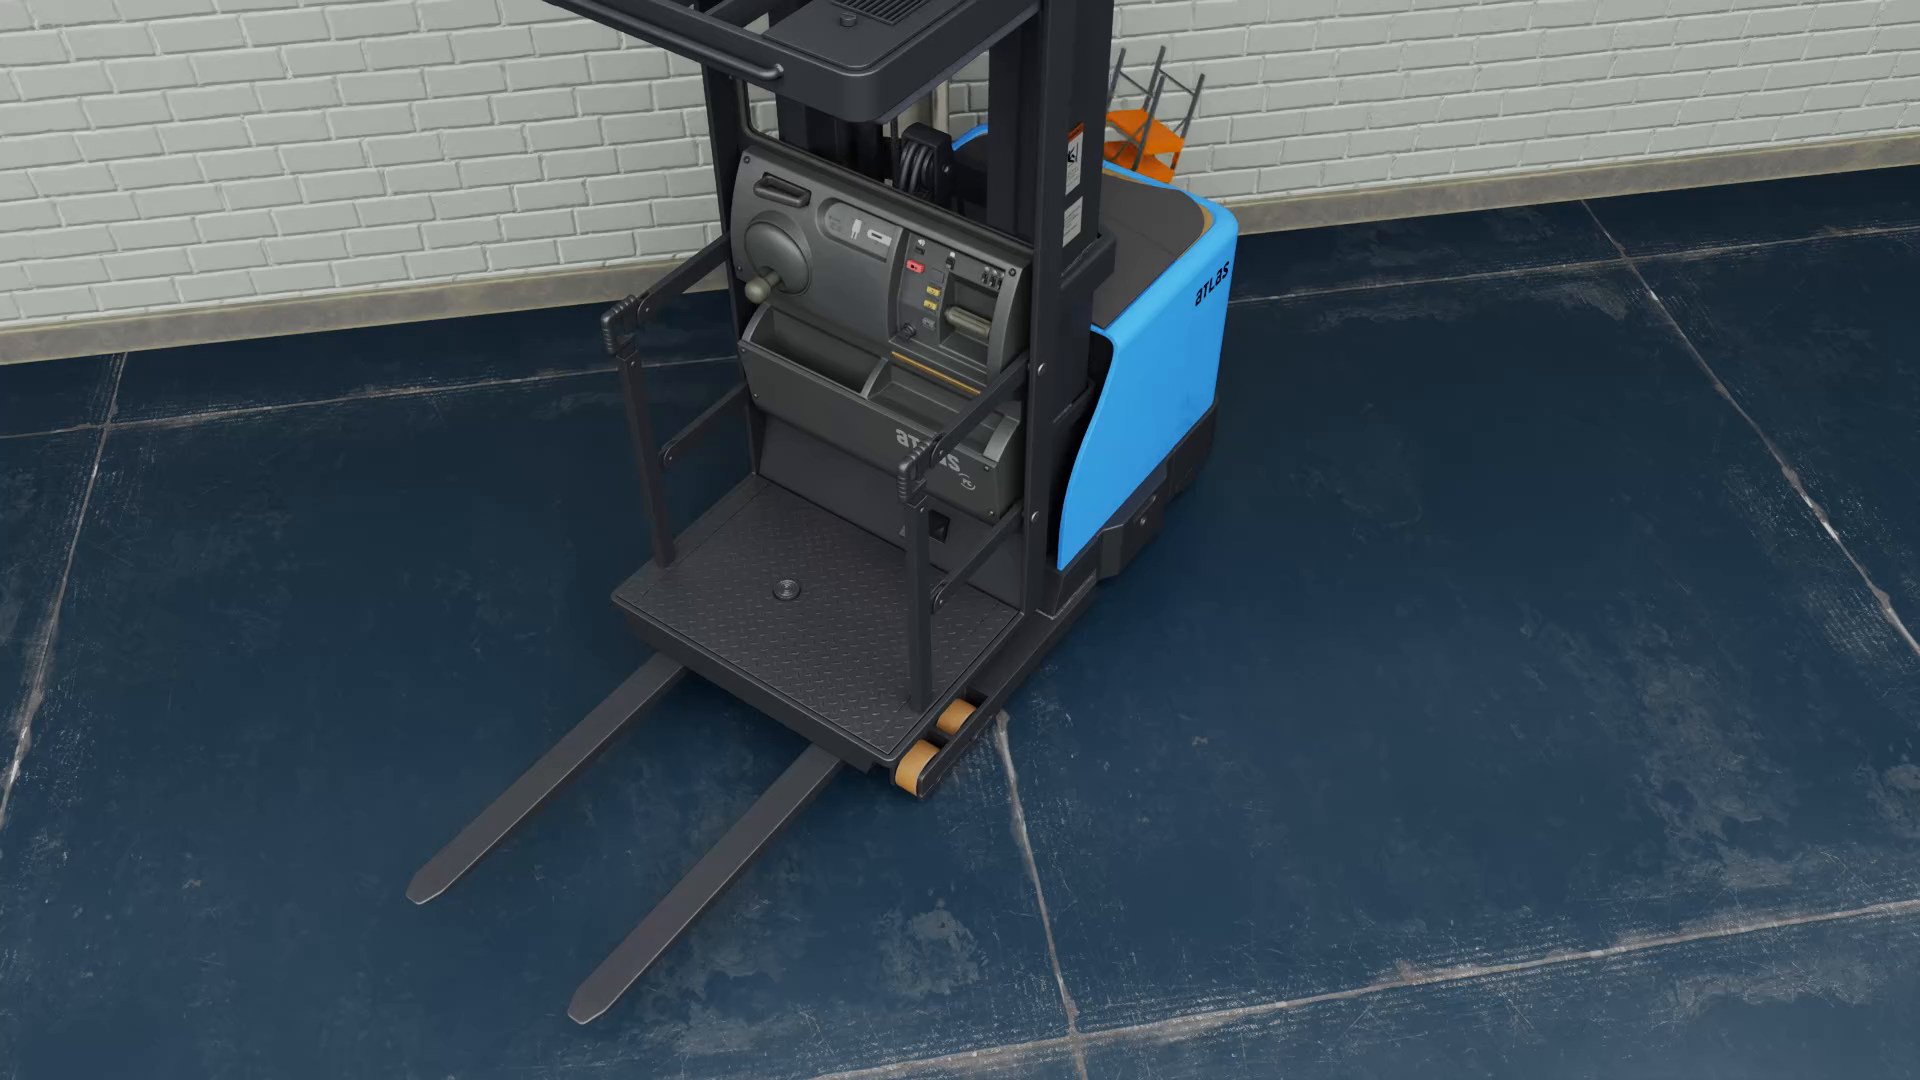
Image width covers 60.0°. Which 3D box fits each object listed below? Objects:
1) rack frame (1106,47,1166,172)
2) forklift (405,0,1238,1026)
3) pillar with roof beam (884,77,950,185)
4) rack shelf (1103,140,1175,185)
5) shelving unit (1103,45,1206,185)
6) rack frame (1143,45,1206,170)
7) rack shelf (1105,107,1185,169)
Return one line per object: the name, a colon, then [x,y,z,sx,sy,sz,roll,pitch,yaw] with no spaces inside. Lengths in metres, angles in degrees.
rack frame: [0.492,-1.155,5.991,0.006,1.200,0.240,-14,46,-33]
forklift: [-0.361,-0.650,4.341,1.130,2.935,3.031,27,52,24]
pillar with roof beam: [0.477,-1.083,0.545,0.400,9.000,9.100,-7,46,-7]
rack shelf: [0.608,-1.324,5.924,0.180,0.103,0.258,-14,46,-33]
shelving unit: [0.566,-1.173,6.041,0.189,1.200,0.258,-14,46,-33]
rack frame: [0.641,-1.192,6.091,0.006,1.200,0.240,-14,46,-33]
rack shelf: [0.634,-1.417,5.852,0.180,0.103,0.258,-14,46,-33]
